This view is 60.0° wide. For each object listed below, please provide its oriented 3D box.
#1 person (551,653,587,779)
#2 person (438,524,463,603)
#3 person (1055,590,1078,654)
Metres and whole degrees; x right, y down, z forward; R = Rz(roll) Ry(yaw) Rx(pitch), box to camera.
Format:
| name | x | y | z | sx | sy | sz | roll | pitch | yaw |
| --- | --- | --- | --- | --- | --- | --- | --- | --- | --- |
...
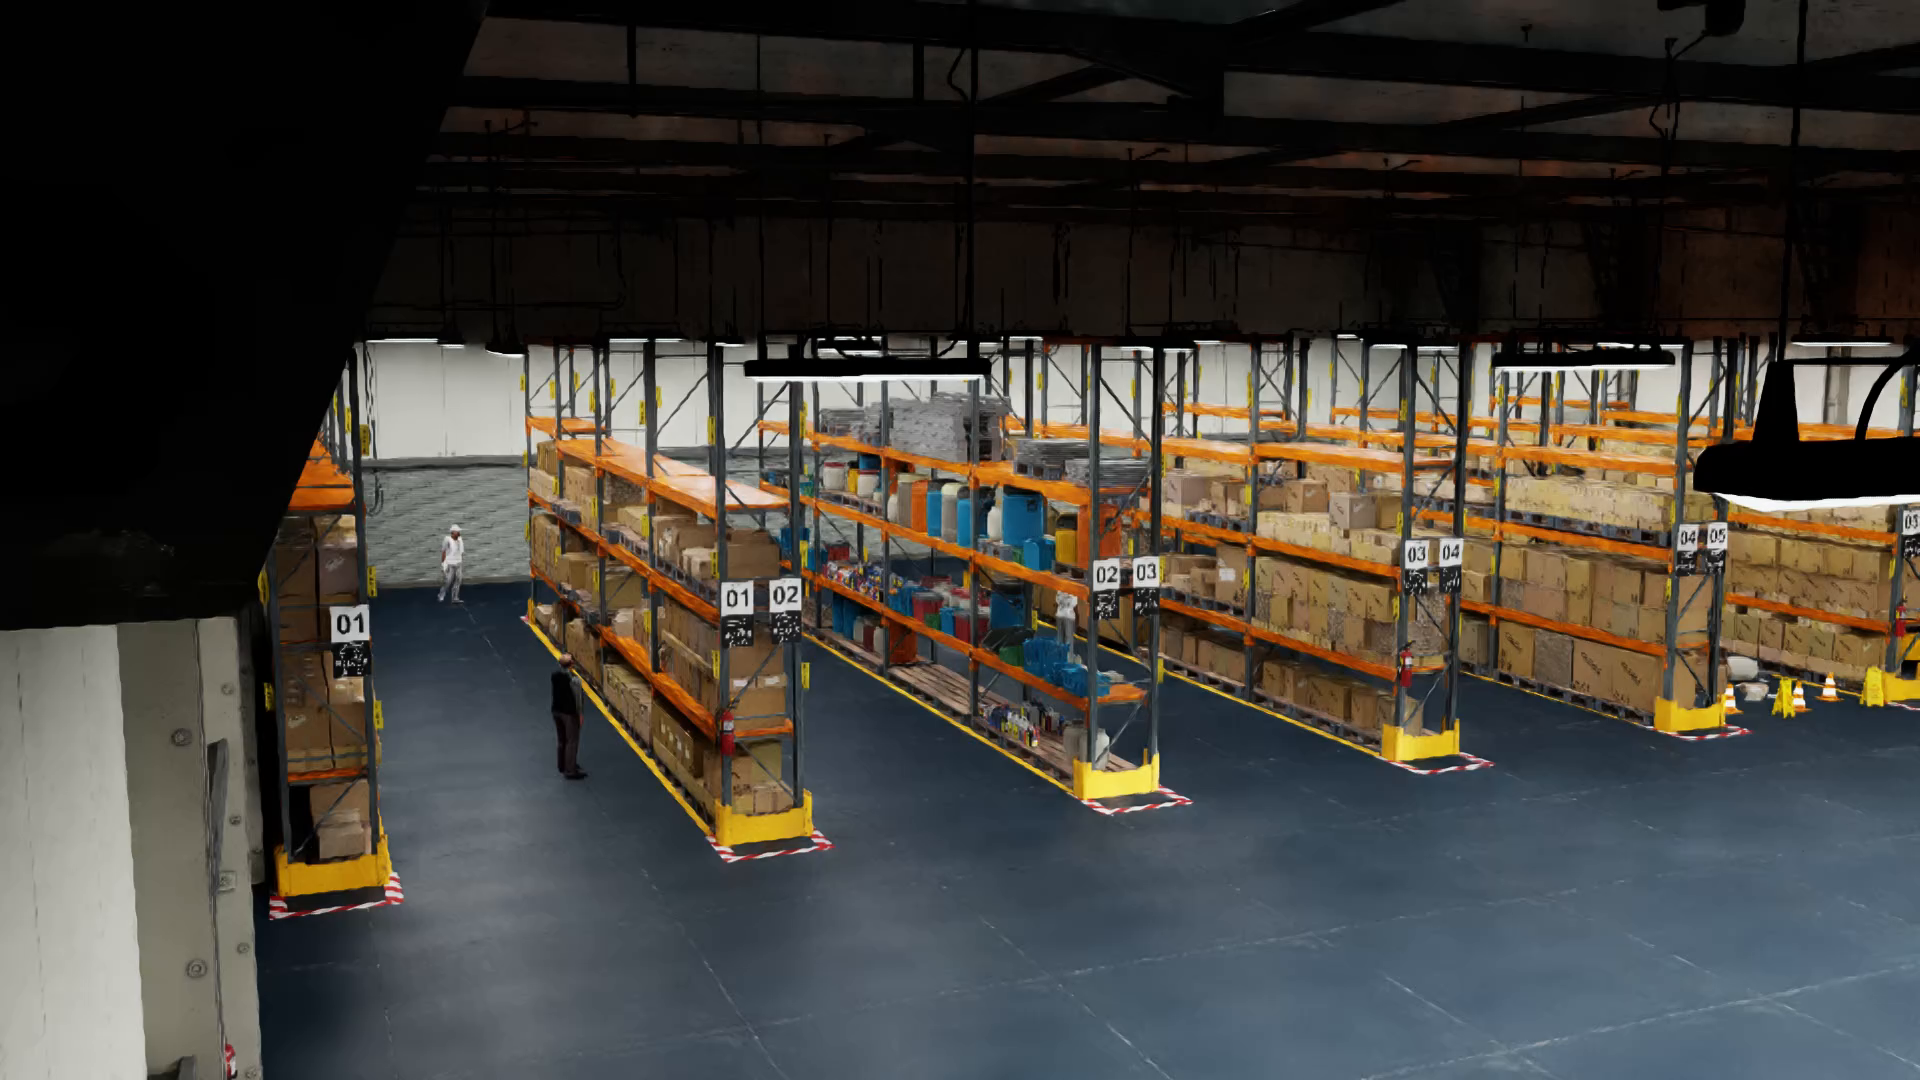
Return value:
| name | x | y | z | sx | sy | sz | roll | pitch | yaw |
| --- | --- | --- | --- | --- | --- | --- | --- | --- | --- |
| person | -5.396 | 2.409 | 23.038 | 0.584 | 1.727 | 0.450 | 6 | 9 | 36 |
| person | -11.372 | 0.527 | 37.122 | 0.573 | 1.769 | 0.594 | 5 | 9 | 32 |
| person | 1.971 | 1.448 | 30.454 | 0.502 | 1.677 | 0.422 | 6 | 10 | 37 |
